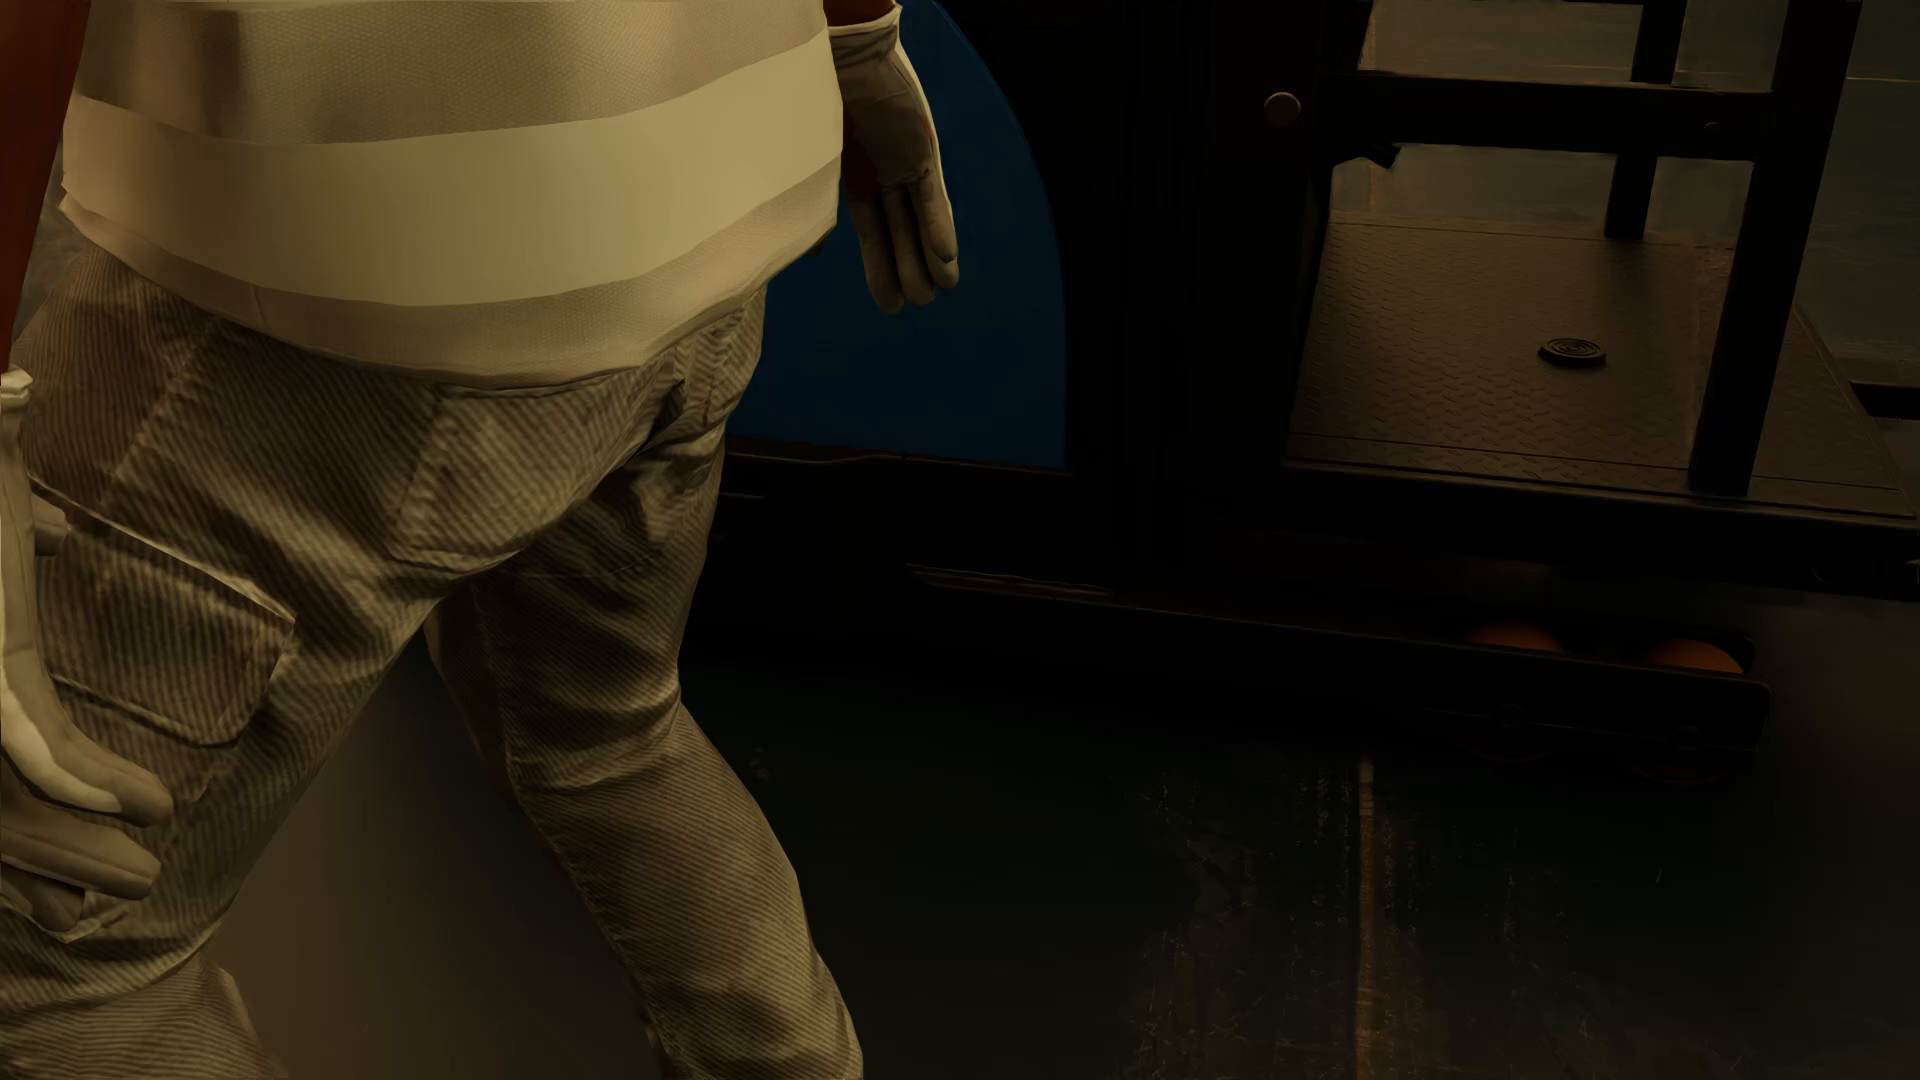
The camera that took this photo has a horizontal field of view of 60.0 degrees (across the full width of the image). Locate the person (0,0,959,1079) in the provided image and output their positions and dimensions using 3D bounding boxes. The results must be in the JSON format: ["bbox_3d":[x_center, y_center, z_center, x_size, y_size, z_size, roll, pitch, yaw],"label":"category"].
[{"bbox_3d":[-0.324,-0.166,0.902,0.457,1.743,0.878,10,28,19],"label":"person"}]

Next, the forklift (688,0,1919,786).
[{"bbox_3d":[0.686,-1.288,1.798,3.031,2.935,1.130,6,27,12],"label":"forklift"}]
